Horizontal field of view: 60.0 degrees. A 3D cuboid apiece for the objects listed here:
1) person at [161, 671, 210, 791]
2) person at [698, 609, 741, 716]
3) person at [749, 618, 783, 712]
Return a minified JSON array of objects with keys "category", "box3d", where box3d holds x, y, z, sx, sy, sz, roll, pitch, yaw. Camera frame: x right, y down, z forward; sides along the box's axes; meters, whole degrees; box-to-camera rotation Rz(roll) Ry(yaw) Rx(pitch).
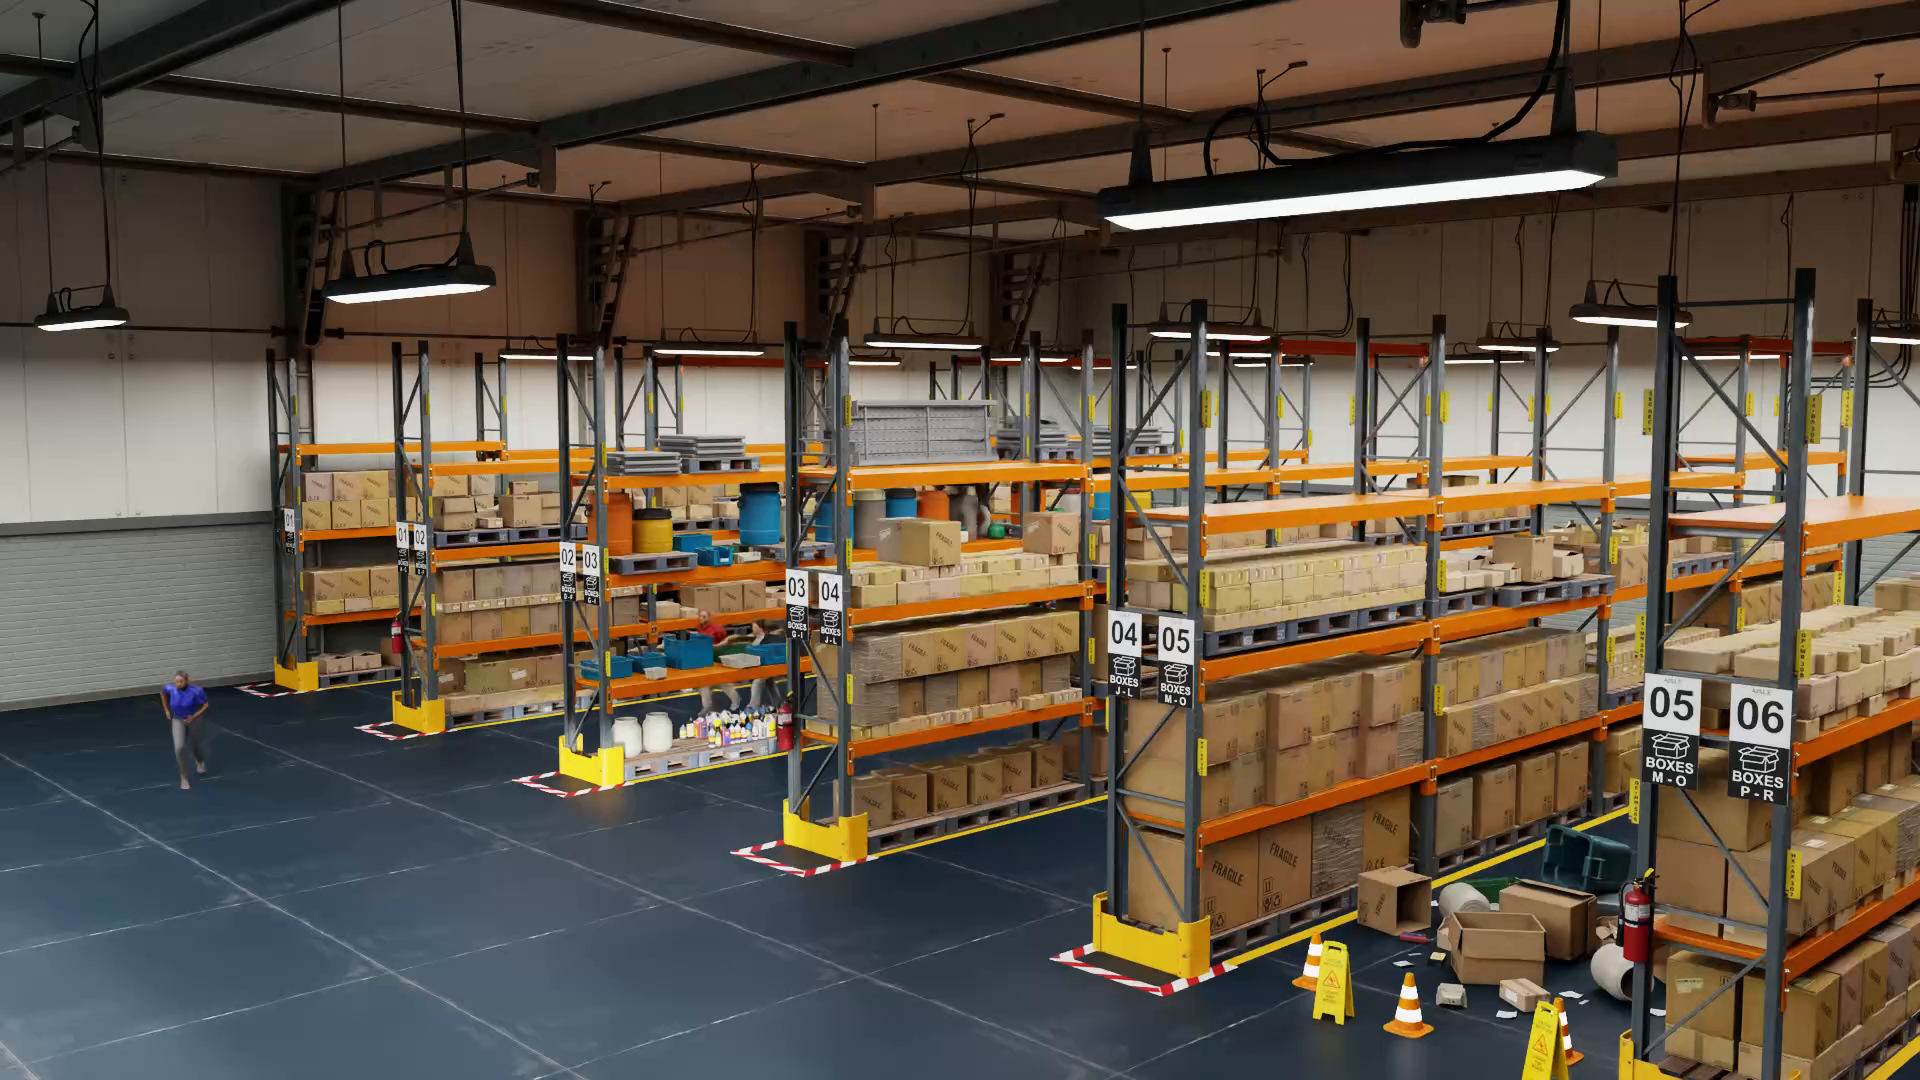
[{"category":"person","box3d":[-10.300,2.487,22.213,0.616,1.616,0.969,-1,5,-10]},{"category":"person","box3d":[-4.016,1.963,27.074,0.680,1.704,0.883,4,6,37]},{"category":"person","box3d":[-3.171,2.055,26.501,0.761,1.664,0.620,-1,5,-10]}]
